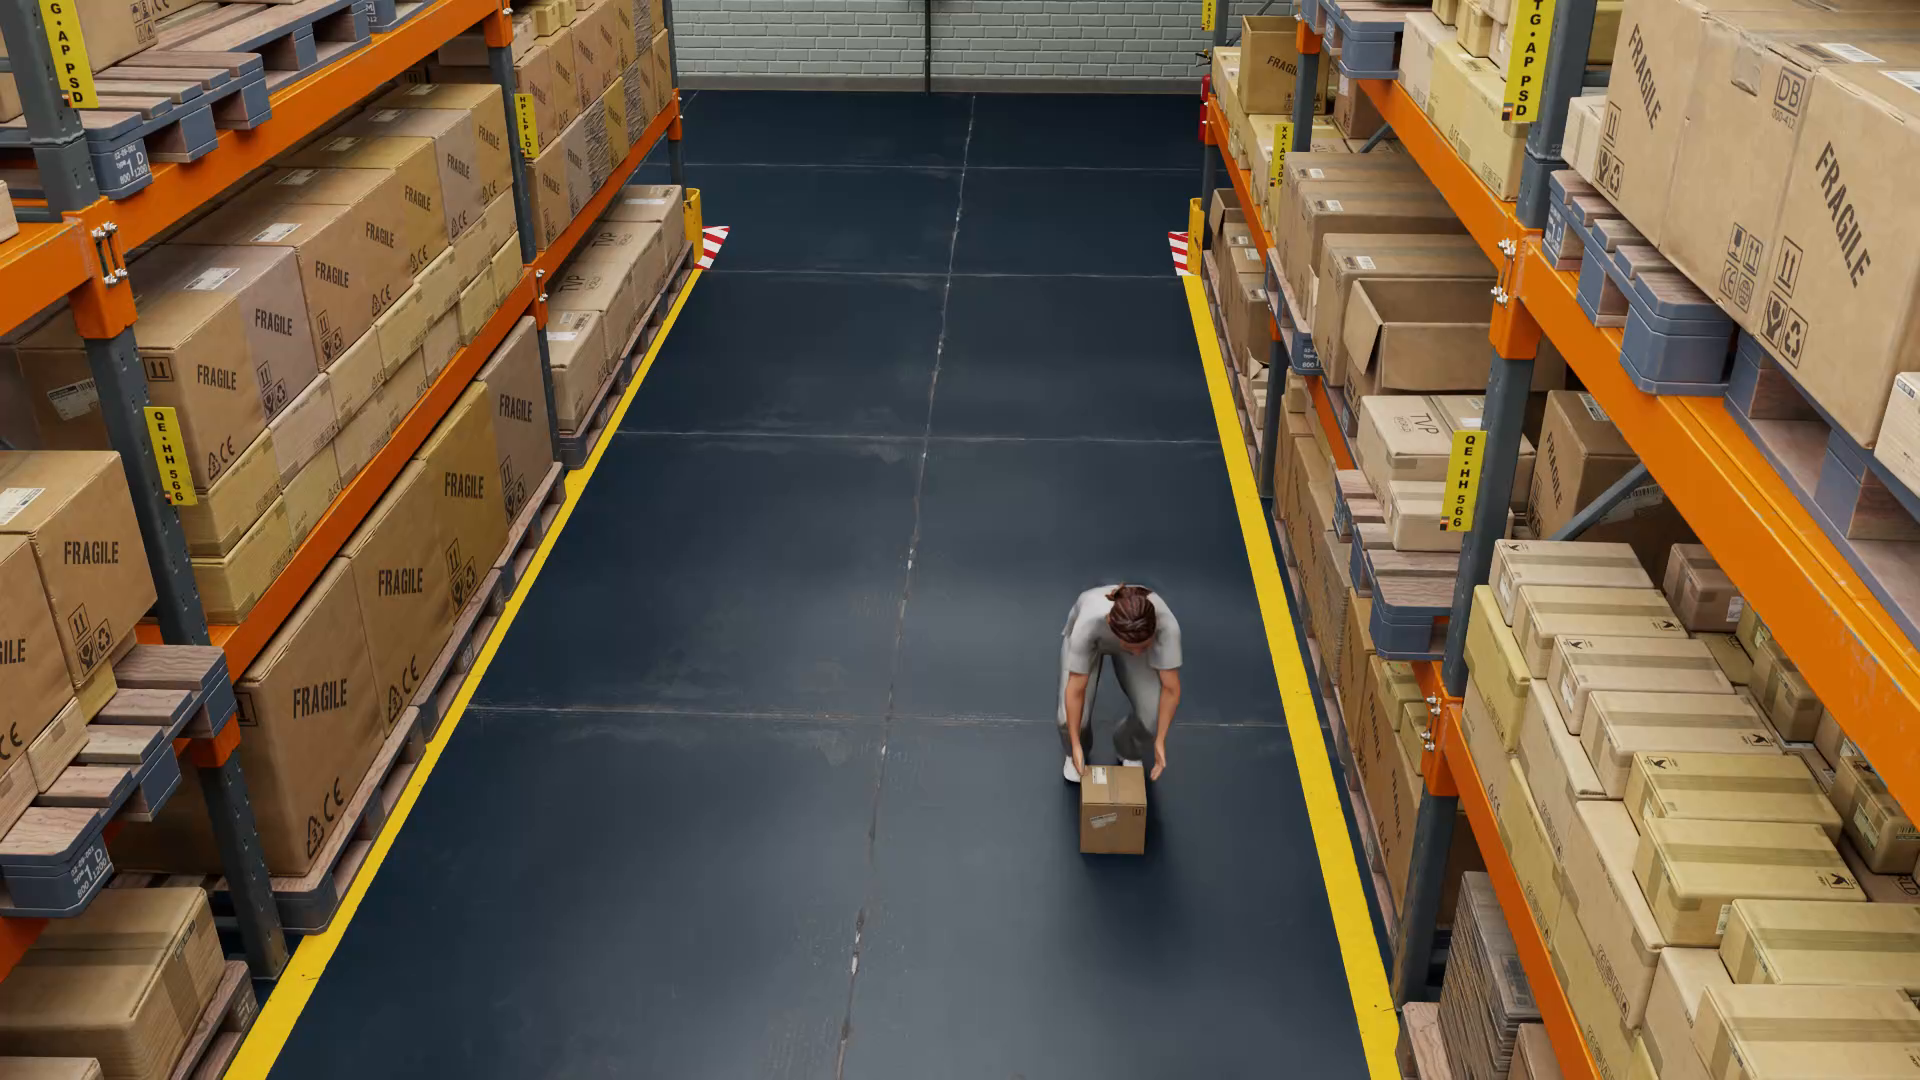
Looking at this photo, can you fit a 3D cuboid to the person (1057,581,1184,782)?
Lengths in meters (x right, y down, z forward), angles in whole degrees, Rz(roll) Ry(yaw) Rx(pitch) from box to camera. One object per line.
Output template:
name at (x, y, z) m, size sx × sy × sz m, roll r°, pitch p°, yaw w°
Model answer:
person at (0.642, 0.548, 6.766) m, size 0.493 × 1.048 × 0.771 m, roll 1°, pitch 28°, yaw 1°
